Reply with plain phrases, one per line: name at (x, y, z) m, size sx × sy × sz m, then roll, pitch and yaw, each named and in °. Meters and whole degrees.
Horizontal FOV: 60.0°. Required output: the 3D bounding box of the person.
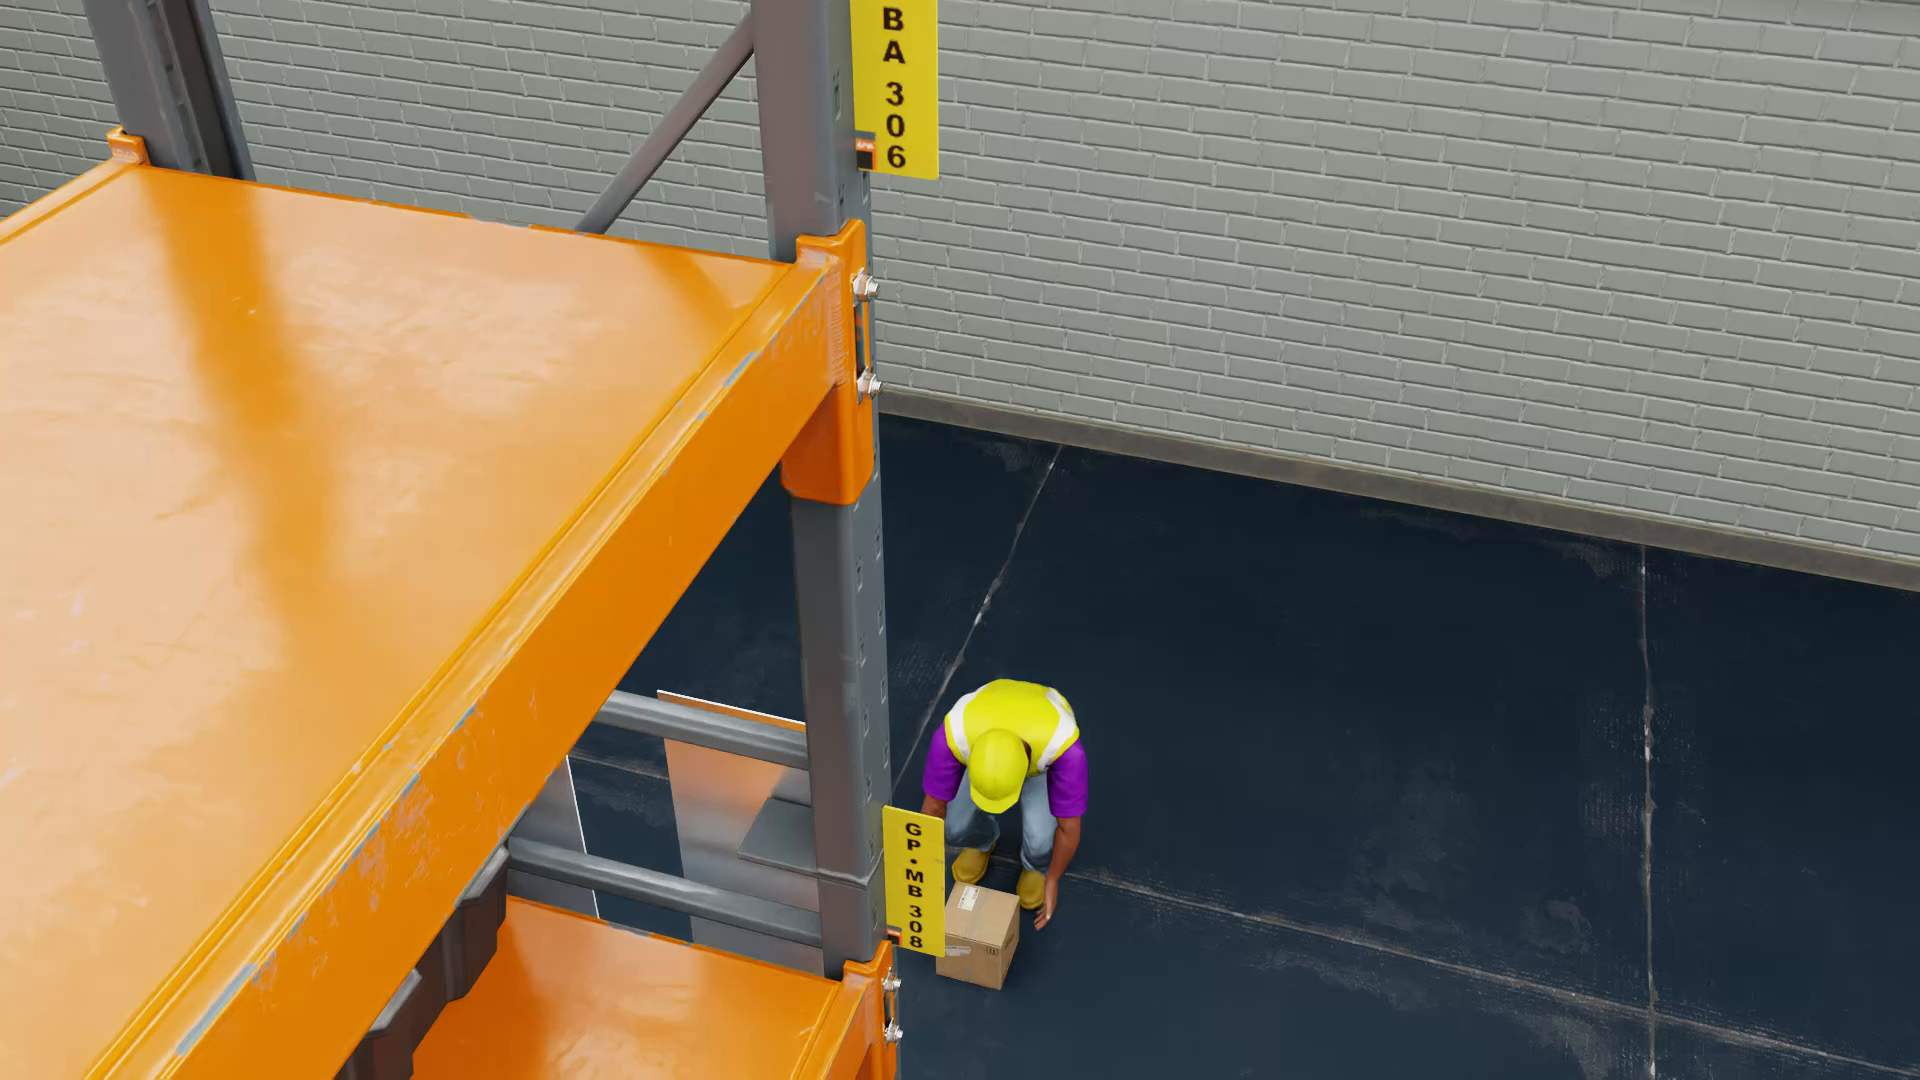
person at (0.204, 0.925, 6.185) m, size 0.606 × 1.113 × 0.869 m, roll 11°, pitch 38°, yaw 14°
